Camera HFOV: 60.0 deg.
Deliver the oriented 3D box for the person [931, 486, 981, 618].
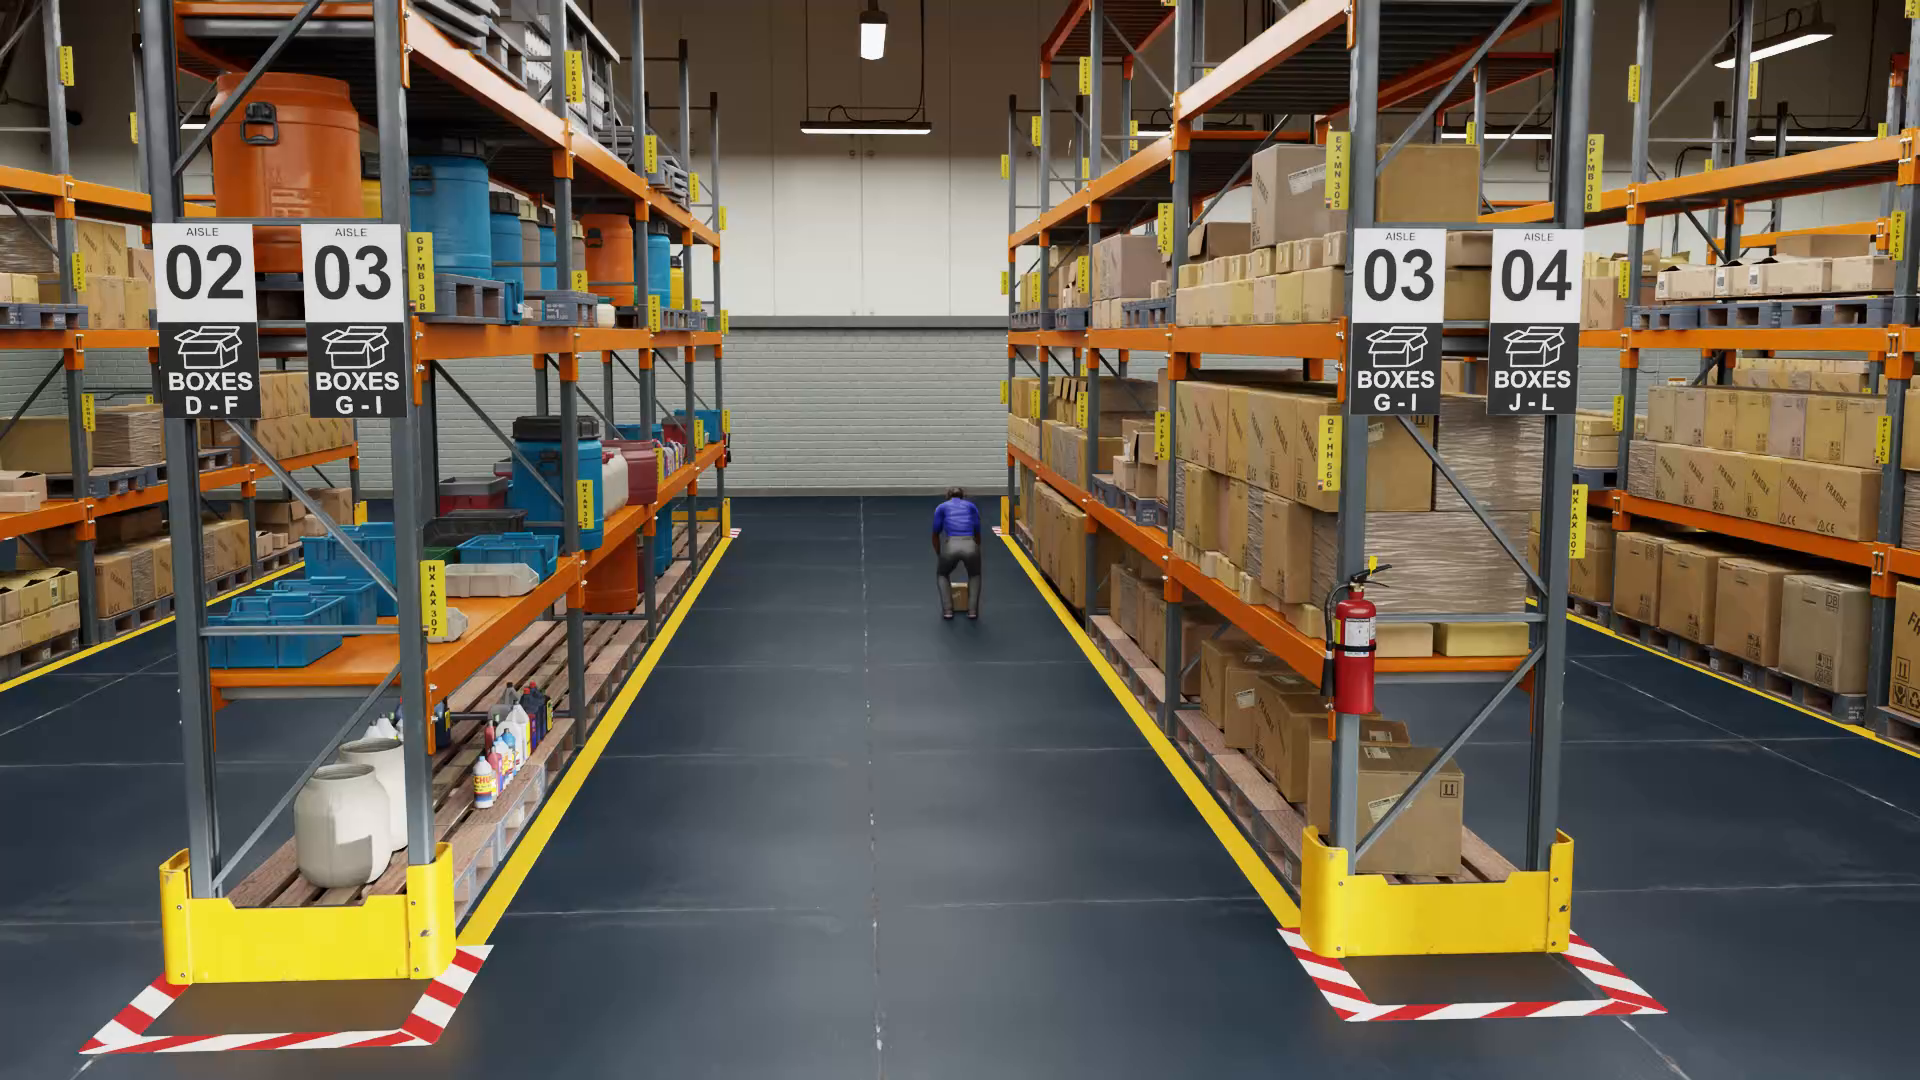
[{"bbox_3d":[-0.035,0.123,16.374,0.496,1.277,0.684,0,7,-1],"label":"person"}]
